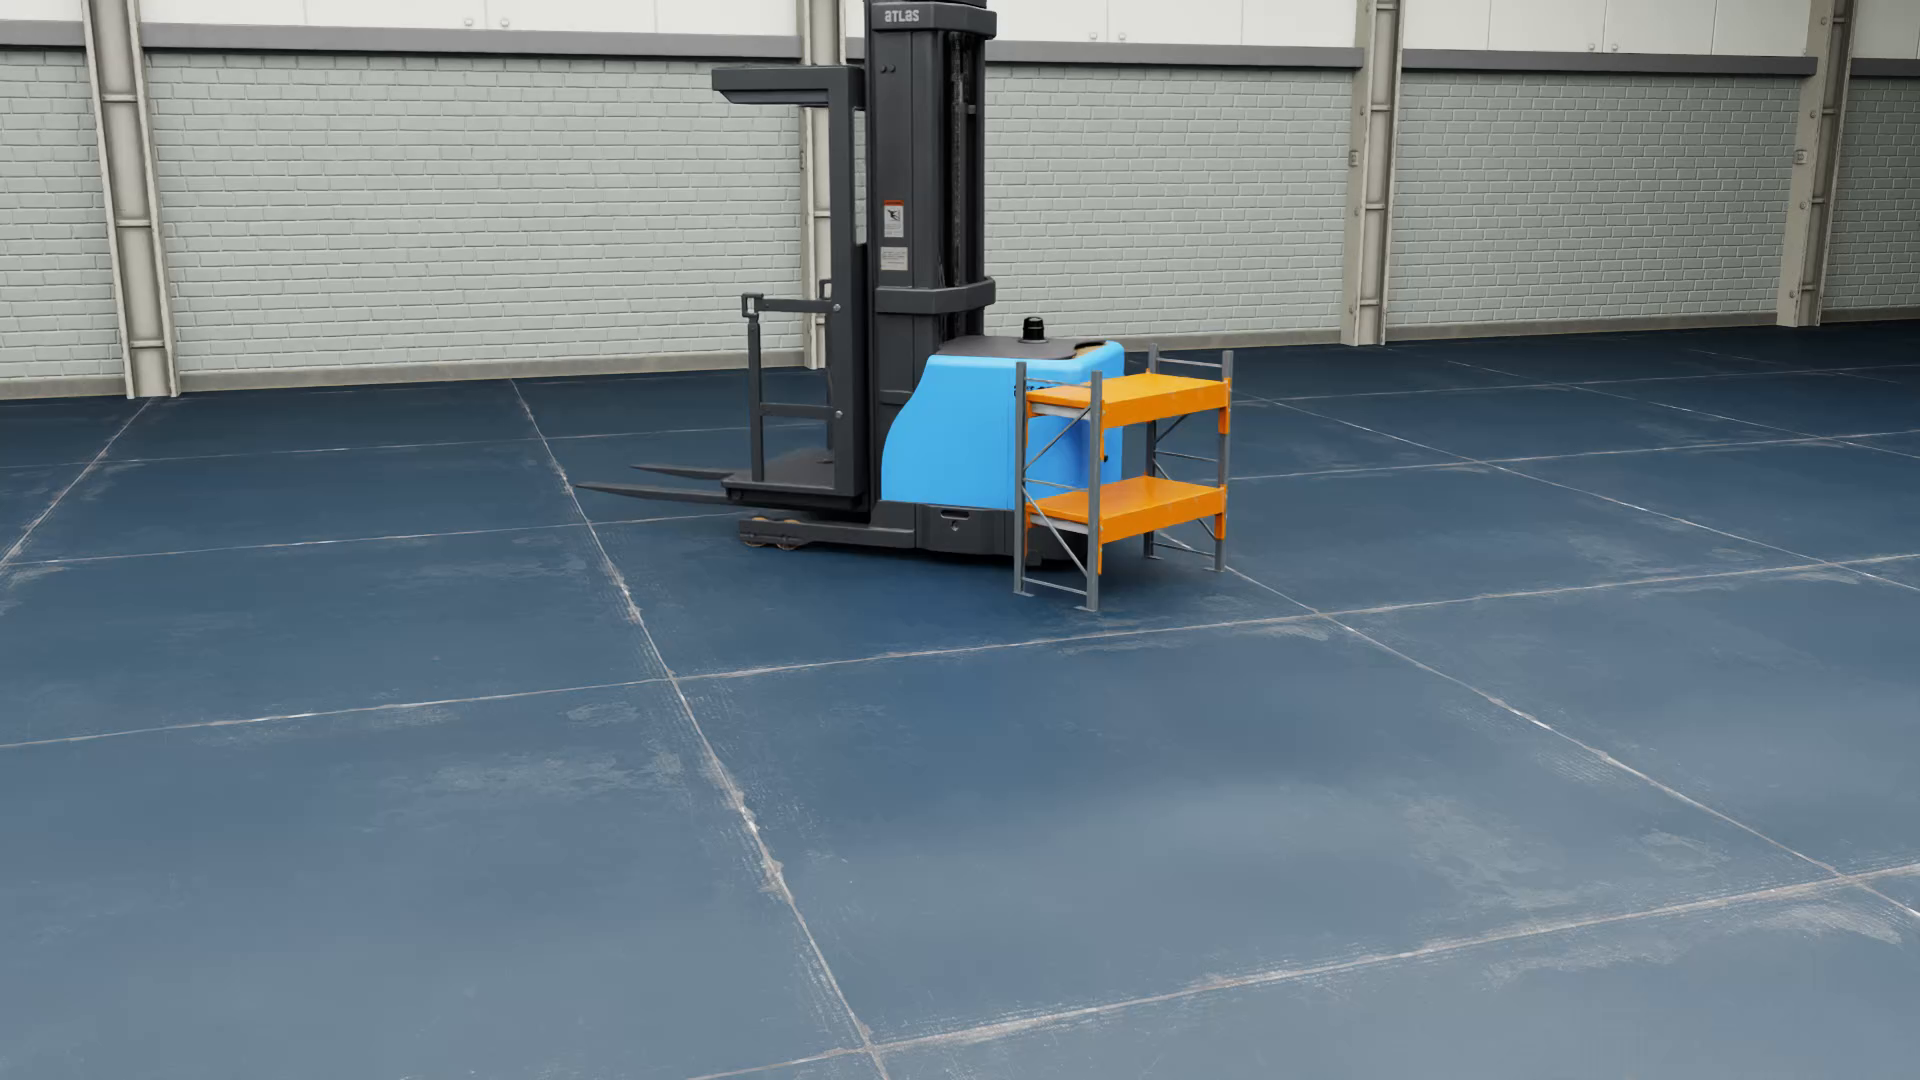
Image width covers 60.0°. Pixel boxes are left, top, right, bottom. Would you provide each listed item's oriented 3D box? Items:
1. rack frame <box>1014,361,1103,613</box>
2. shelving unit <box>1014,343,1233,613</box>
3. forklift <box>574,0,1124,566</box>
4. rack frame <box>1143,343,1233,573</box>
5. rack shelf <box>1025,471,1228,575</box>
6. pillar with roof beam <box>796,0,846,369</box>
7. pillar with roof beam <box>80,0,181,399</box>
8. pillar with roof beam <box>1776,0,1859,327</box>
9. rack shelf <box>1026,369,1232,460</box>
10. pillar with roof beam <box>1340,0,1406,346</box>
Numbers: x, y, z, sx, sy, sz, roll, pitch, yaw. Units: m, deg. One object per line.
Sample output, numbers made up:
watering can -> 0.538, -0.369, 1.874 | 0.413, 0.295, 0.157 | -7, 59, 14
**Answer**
rack frame -> 0.452, -0.252, 7.772 | 0.500, 1.125, 0.032 | 13, 18, 42
shelving unit -> 0.805, -0.337, 8.128 | 0.538, 1.125, 1.048 | 13, 18, 42
forklift -> -0.667, -1.479, 9.025 | 3.031, 2.935, 1.130 | 5, 14, 19
rack frame -> 1.158, -0.421, 8.484 | 0.500, 1.125, 0.032 | 13, 18, 42
rack shelf -> 0.805, -0.099, 8.184 | 0.538, 0.278, 1.000 | 13, 18, 42
pillar with roof beam -> 0.073, -5.133, 11.276 | 0.400, 9.000, 9.100 | -4, 14, -18
pillar with roof beam -> -5.614, -4.690, 9.415 | 0.400, 9.000, 9.100 | -4, 14, -18
pillar with roof beam -> 11.446, -6.019, 15.000 | 0.400, 9.000, 9.100 | -4, 14, -18
rack shelf -> 0.805, -0.622, 8.060 | 0.538, 0.278, 1.000 | 13, 18, 42
pillar with roof beam -> 5.759, -5.576, 13.138 | 0.400, 9.000, 9.100 | -4, 14, -18
